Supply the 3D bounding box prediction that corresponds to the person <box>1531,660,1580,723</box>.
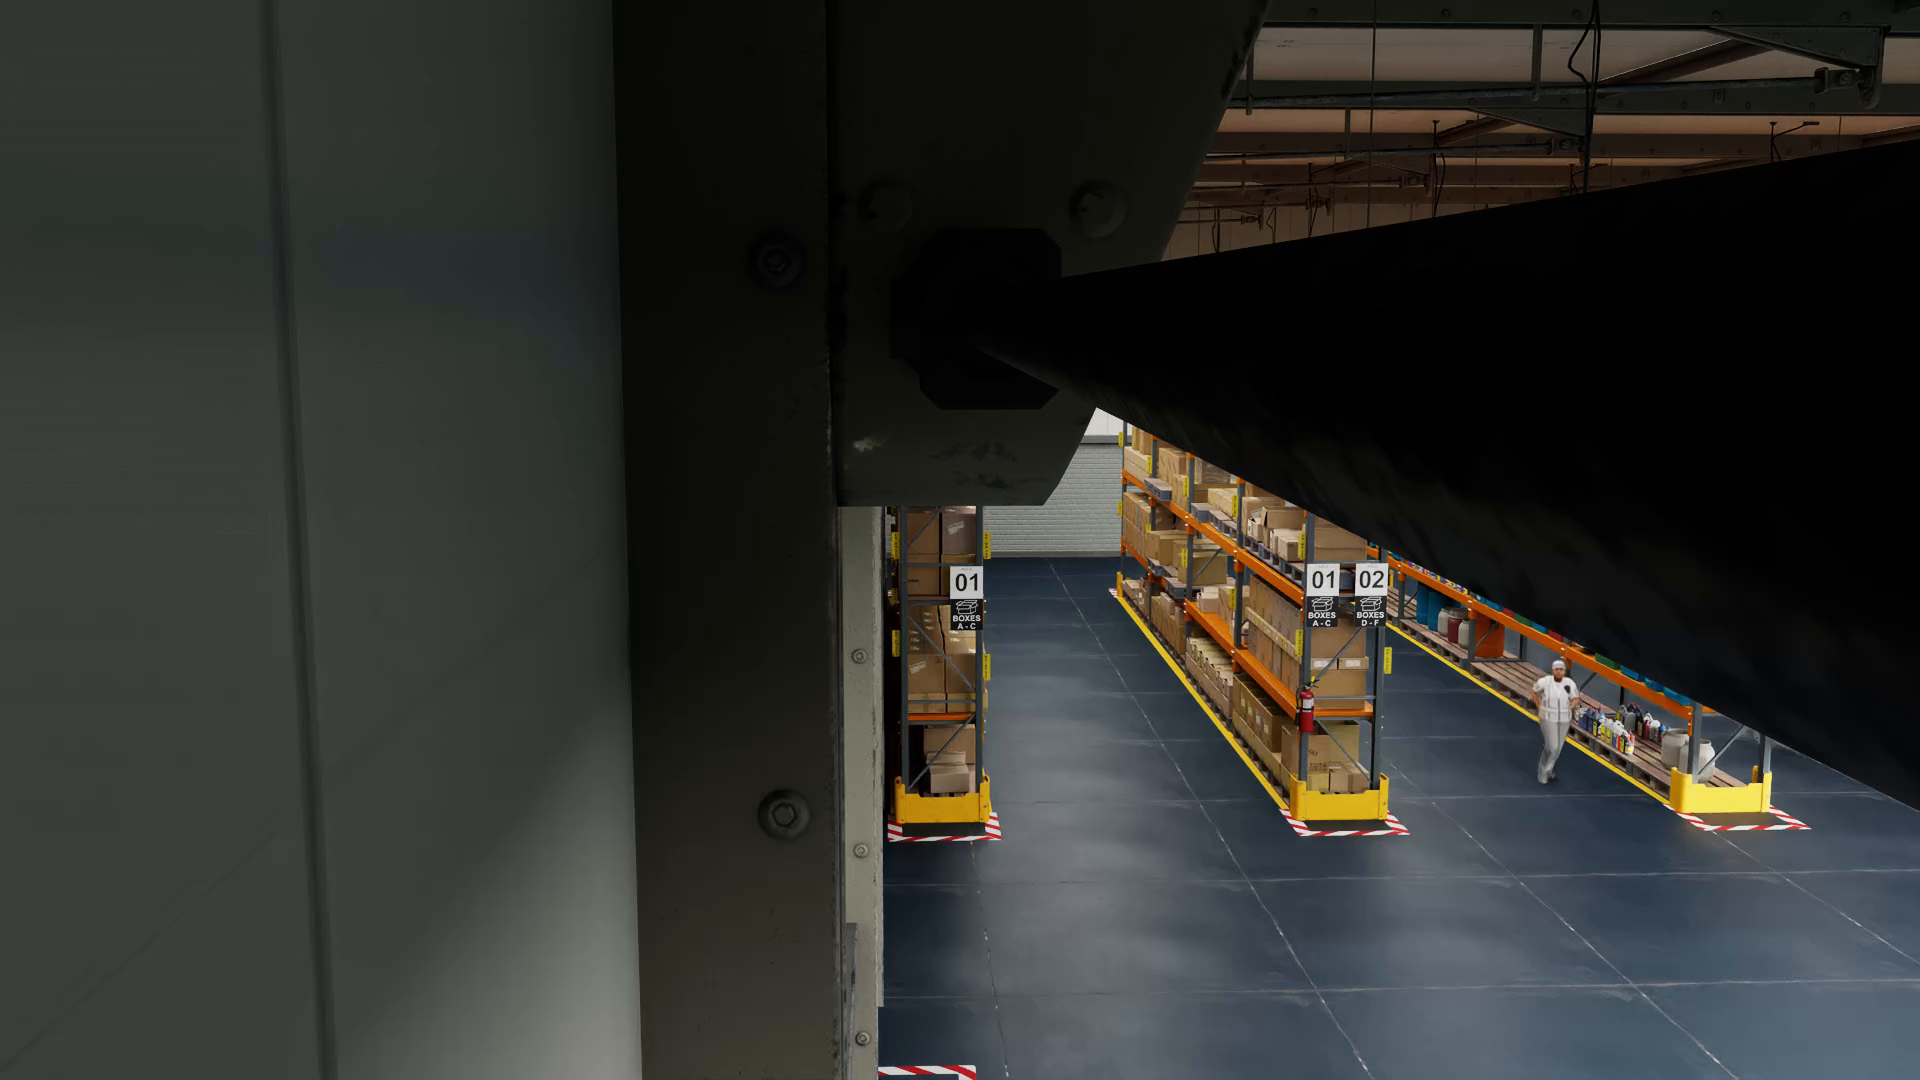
[{"bbox_3d":[7.945,2.012,22.060,0.576,0.819,0.609,0,8,2],"label":"person"}]
